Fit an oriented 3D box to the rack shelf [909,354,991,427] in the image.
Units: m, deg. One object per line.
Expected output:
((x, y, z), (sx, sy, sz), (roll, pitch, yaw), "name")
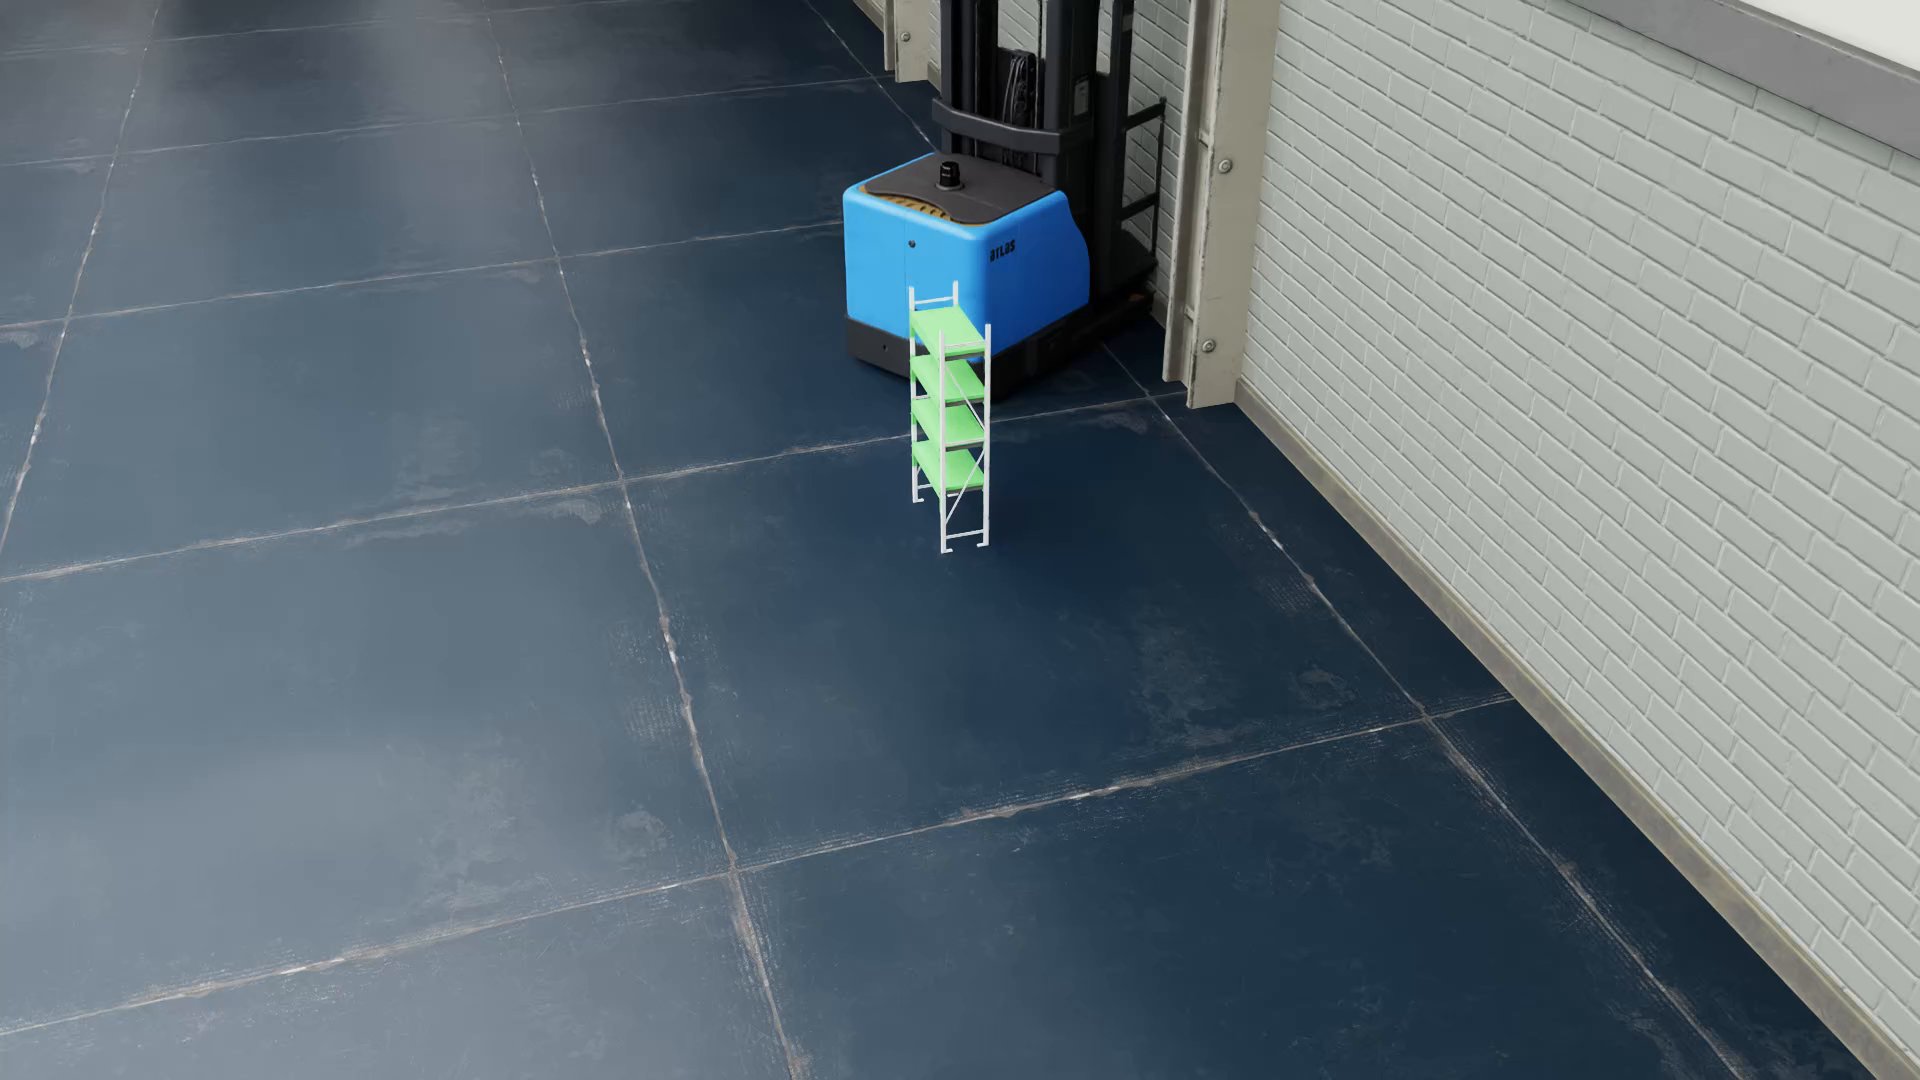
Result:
((-0.051, -0.734, 7.954), (0.258, 0.148, 0.480), (-10, 35, -15), "rack shelf")

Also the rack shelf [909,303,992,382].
((-0.051, -0.935, 7.821), (0.258, 0.148, 0.480), (-10, 35, -15), "rack shelf")

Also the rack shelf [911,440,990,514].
((-0.051, -0.334, 8.218), (0.258, 0.148, 0.480), (-10, 35, -15), "rack shelf")

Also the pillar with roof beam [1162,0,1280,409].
((-2.718, -3.898, 5.987), (9.100, 9.000, 0.400), (-10, 35, -15), "pillar with roof beam")

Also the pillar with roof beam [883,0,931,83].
((-4.548, -7.049, 10.754), (9.100, 9.000, 0.400), (-10, 35, -15), "pillar with roof beam")

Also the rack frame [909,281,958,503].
((-0.125, -0.716, 8.245), (0.240, 1.200, 0.015), (-10, 35, -15), "rack frame")

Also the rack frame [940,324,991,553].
((0.024, -0.459, 7.857), (0.240, 1.200, 0.015), (-10, 35, -15), "rack frame")

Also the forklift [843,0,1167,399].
((0.657, -2.737, 9.734), (1.130, 2.935, 3.031), (25, 41, 32), "forklift")

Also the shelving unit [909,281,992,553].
((-0.051, -0.587, 8.051), (0.258, 1.200, 0.503), (-10, 35, -15), "shelving unit")

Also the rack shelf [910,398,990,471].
((-0.051, -0.534, 8.086), (0.258, 0.148, 0.480), (-10, 35, -15), "rack shelf")
